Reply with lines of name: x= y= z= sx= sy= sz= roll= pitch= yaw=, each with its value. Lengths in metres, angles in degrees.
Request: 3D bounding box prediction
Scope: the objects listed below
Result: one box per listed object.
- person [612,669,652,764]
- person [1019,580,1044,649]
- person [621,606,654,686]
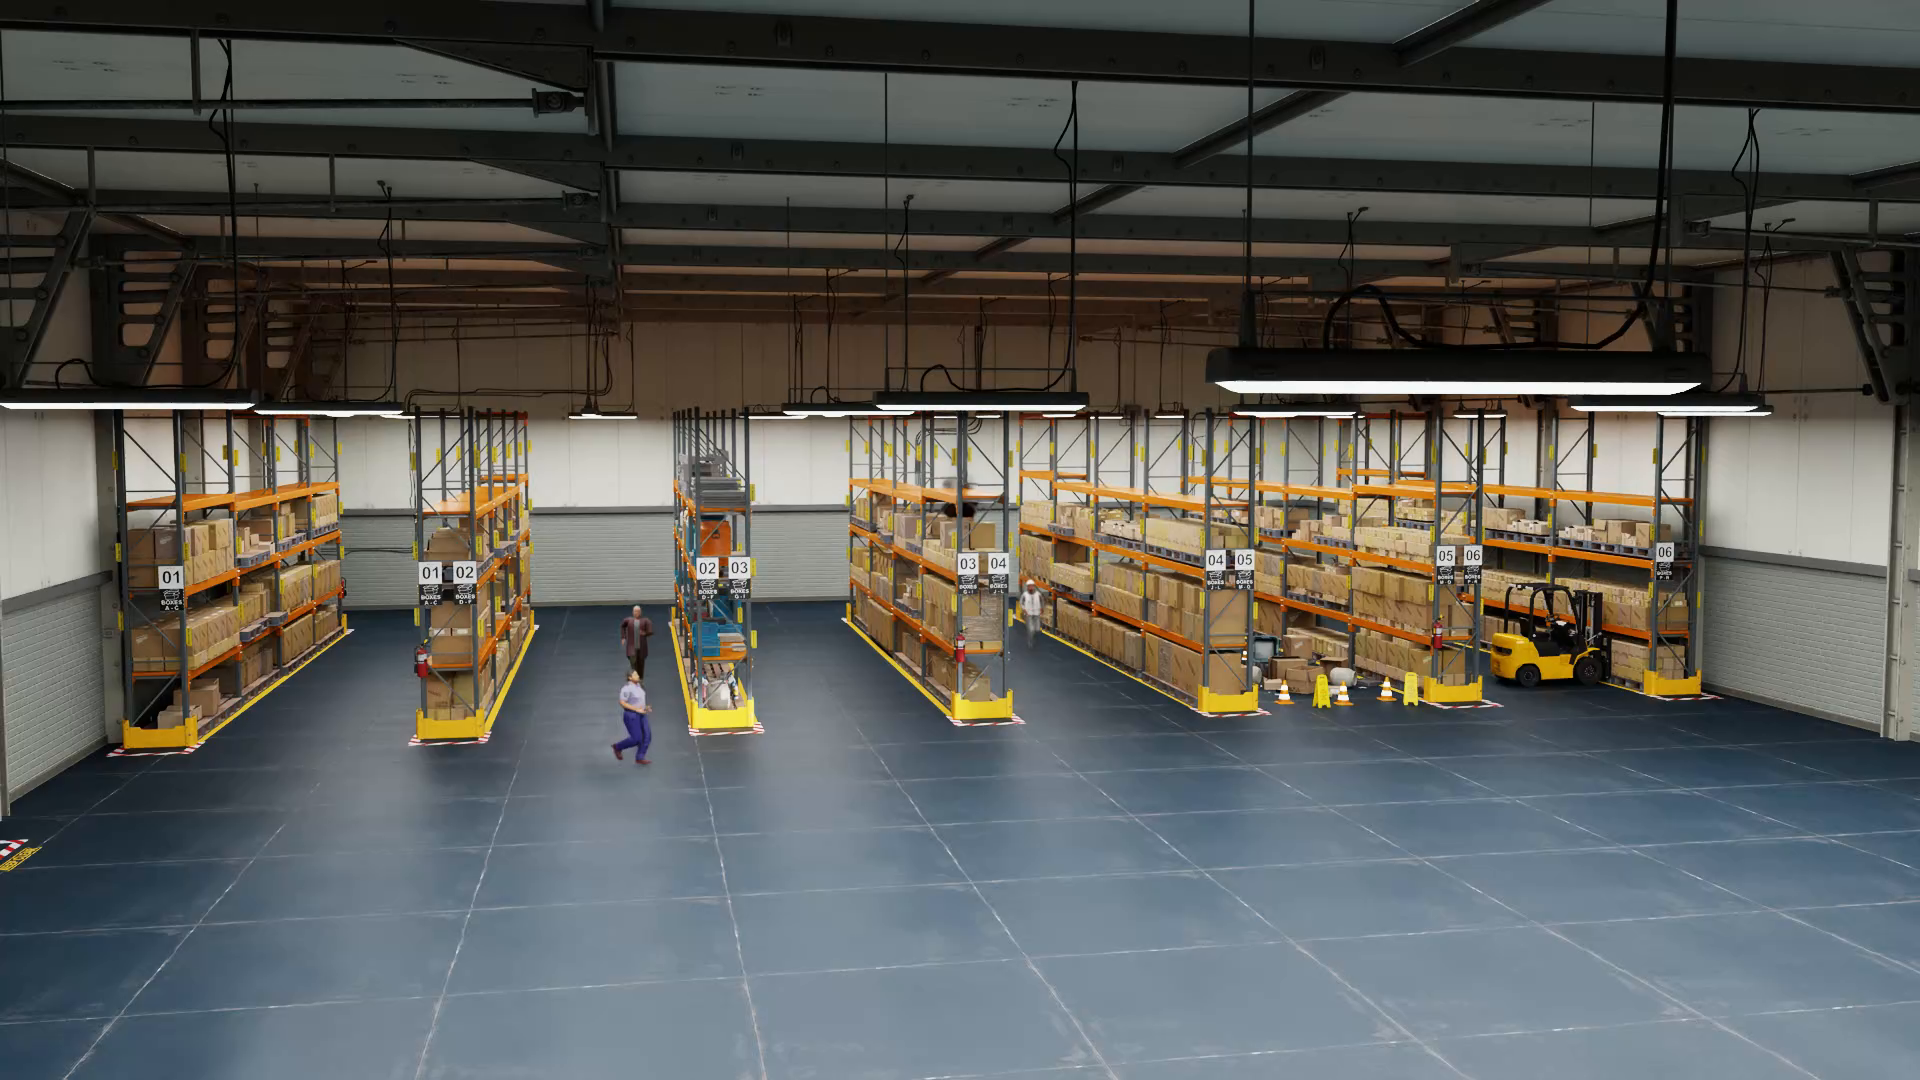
person: x=-5.446 y=3.045 z=27.785 sx=0.603 sy=1.403 sz=0.610 roll=1 pitch=4 yaw=17
person: x=1.821 y=1.879 z=41.990 sx=0.667 sy=1.736 sz=0.523 roll=-1 pitch=4 yaw=-7
person: x=-6.863 y=2.292 z=35.405 sx=0.680 sy=1.812 sz=1.002 roll=-1 pitch=4 yaw=-14
